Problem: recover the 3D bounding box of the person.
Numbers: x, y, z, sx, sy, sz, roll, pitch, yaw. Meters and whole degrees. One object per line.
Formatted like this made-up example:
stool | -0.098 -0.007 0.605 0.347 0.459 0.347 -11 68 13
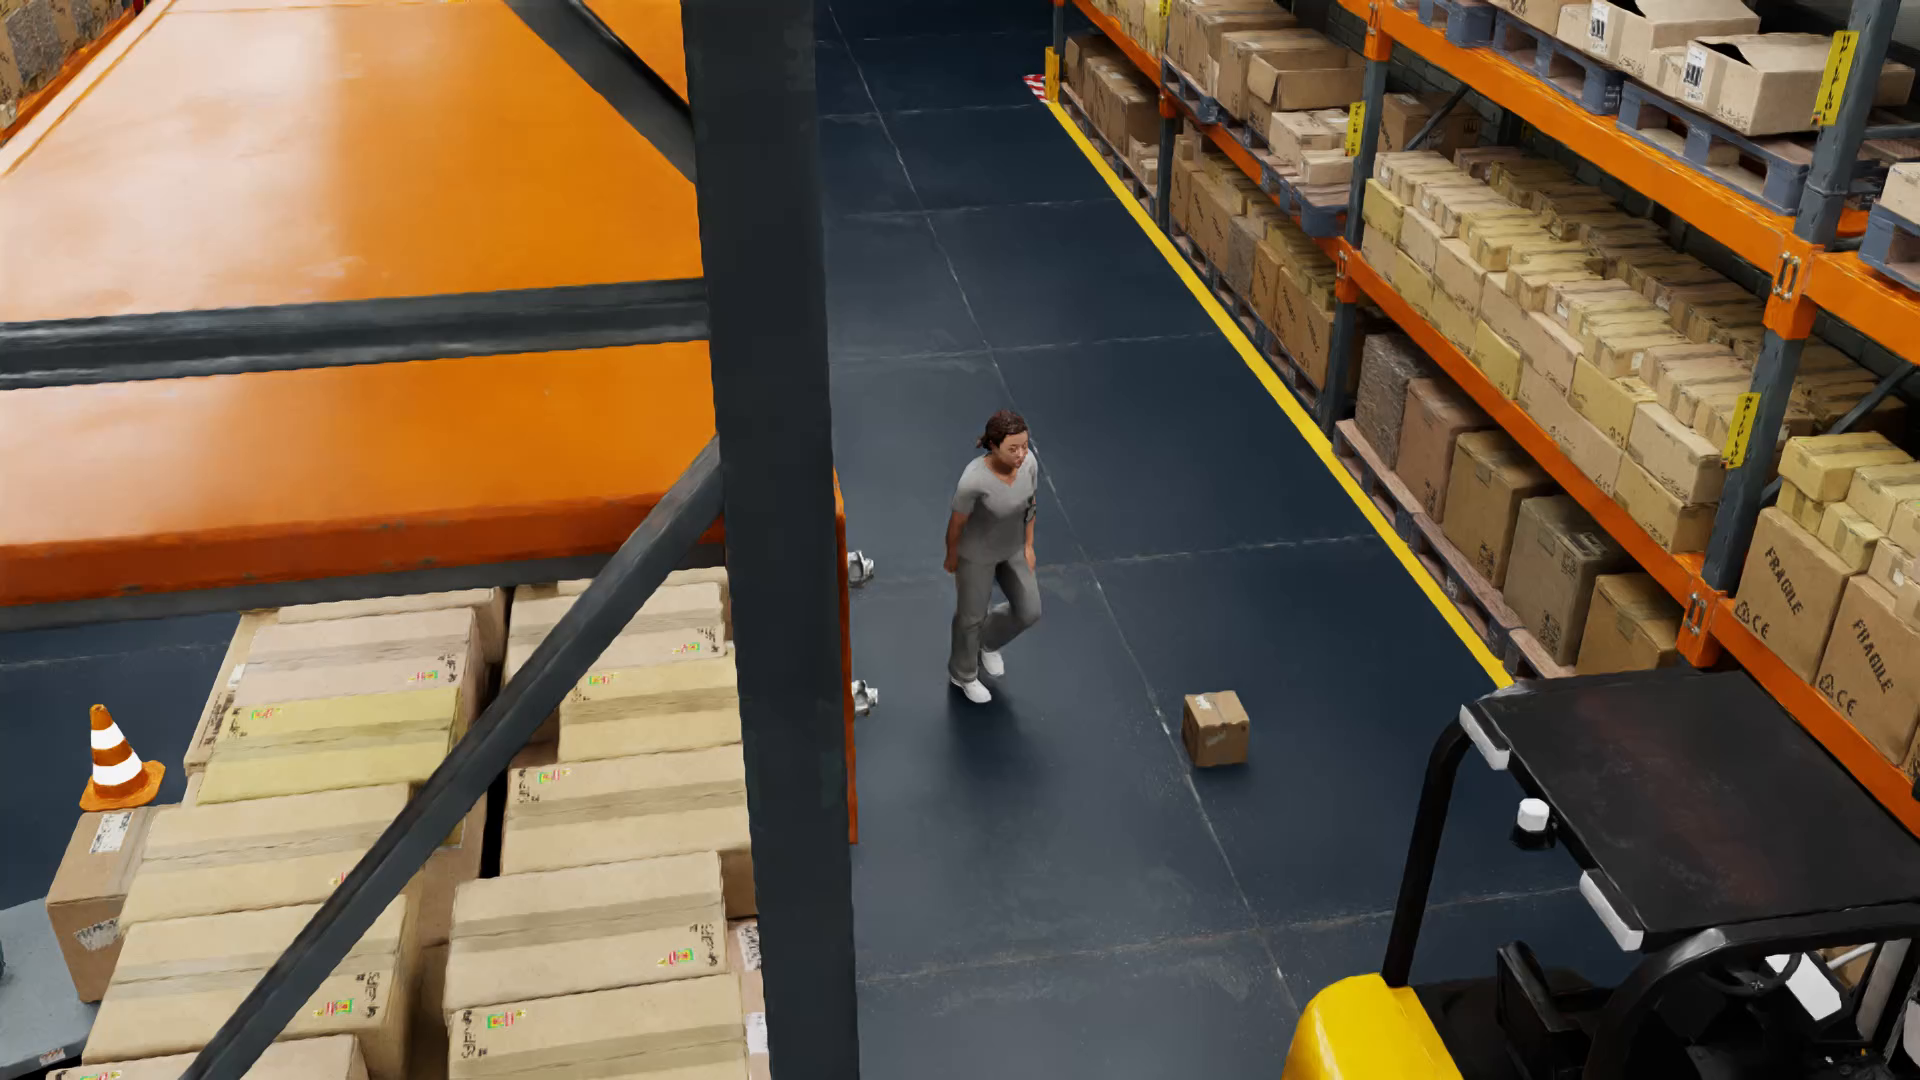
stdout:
person | 0.138 0.069 8.042 0.457 1.629 0.557 -18 35 -28
